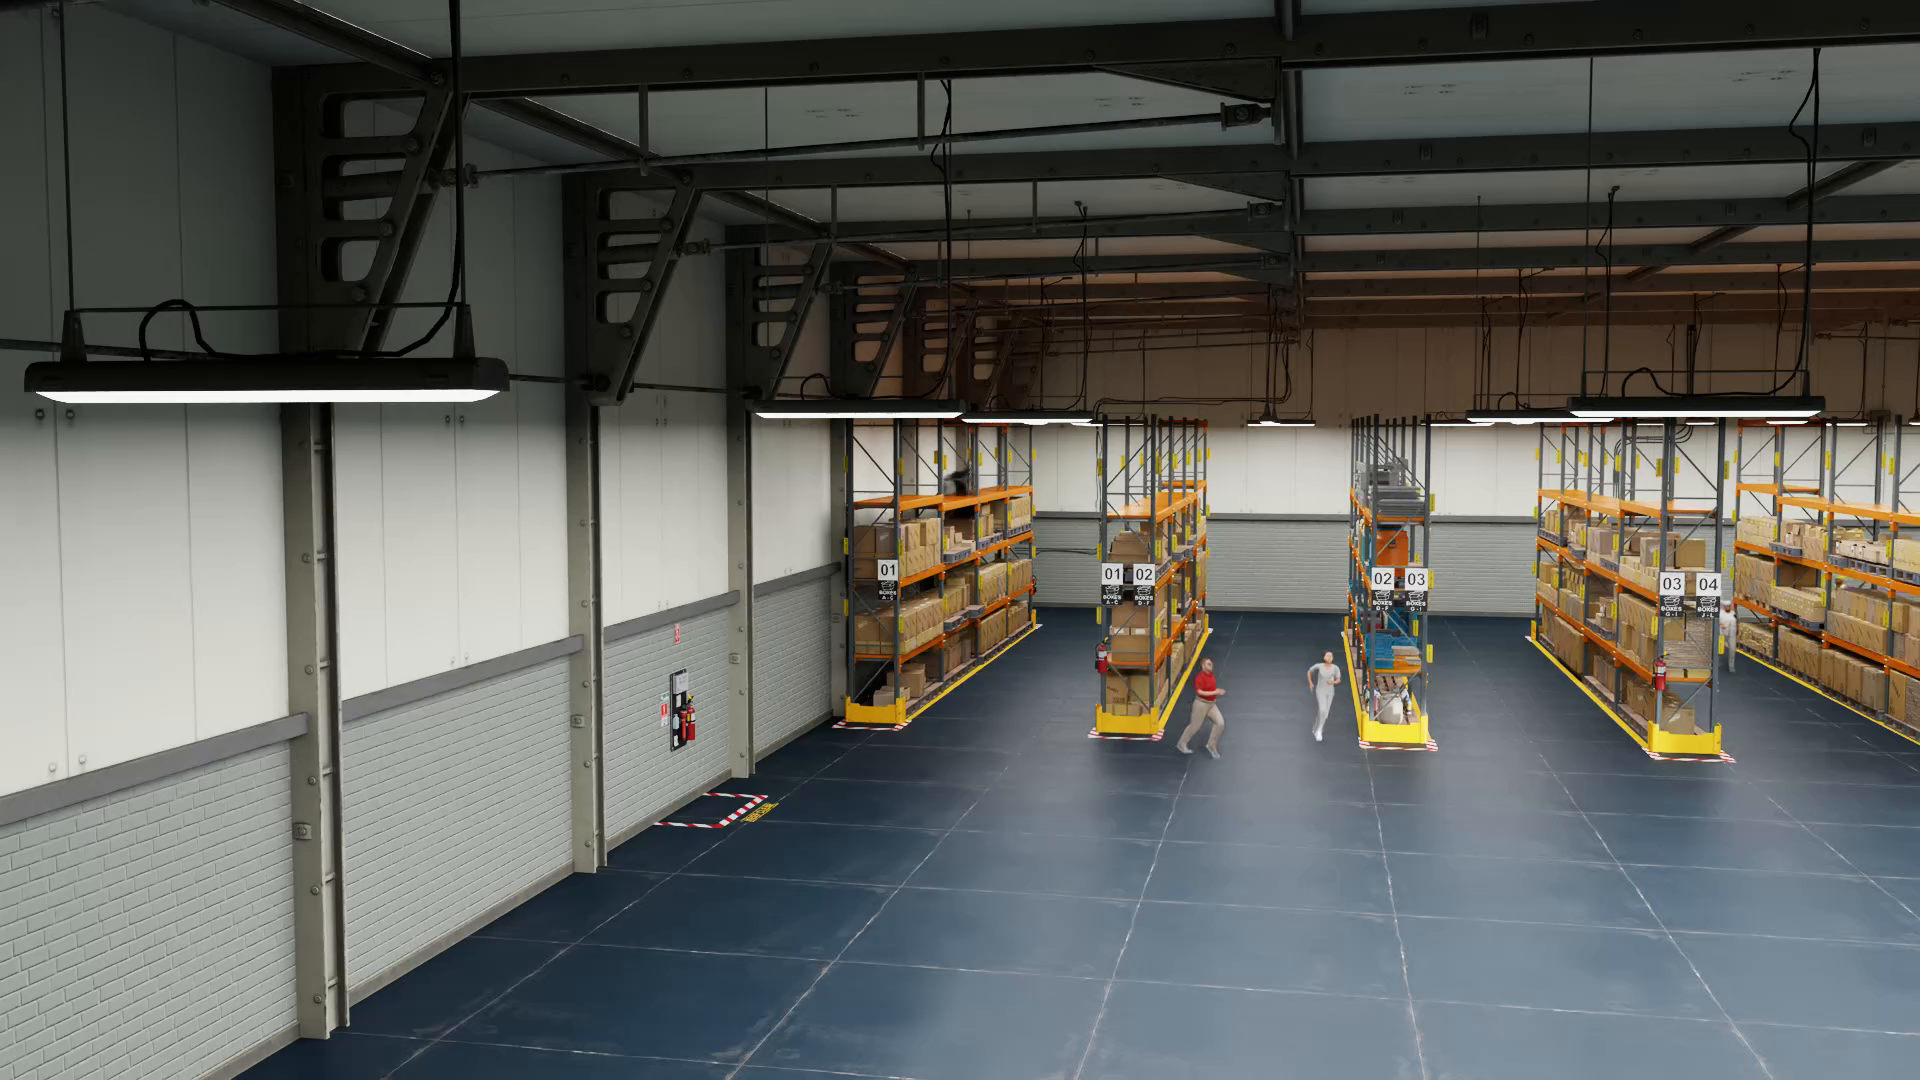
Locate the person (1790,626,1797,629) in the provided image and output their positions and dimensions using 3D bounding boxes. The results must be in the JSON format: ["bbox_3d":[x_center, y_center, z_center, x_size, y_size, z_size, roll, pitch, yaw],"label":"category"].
[{"bbox_3d":[22.741,1.967,44.969,0.579,1.553,0.550,1,4,13],"label":"person"}]

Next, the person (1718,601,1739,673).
[{"bbox_3d":[18.153,2.272,39.394,0.612,1.661,0.929,1,4,9],"label":"person"}]

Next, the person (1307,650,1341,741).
[{"bbox_3d":[6.742,2.856,30.722,0.551,1.664,0.676,0,4,-7],"label":"person"}]

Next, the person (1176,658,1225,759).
[{"bbox_3d":[4.259,2.939,29.047,0.914,1.779,0.672,3,5,41],"label":"person"}]

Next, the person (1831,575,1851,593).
[{"bbox_3d":[23.987,1.818,45.355,0.914,1.773,0.693,0,4,-4],"label":"person"}]
